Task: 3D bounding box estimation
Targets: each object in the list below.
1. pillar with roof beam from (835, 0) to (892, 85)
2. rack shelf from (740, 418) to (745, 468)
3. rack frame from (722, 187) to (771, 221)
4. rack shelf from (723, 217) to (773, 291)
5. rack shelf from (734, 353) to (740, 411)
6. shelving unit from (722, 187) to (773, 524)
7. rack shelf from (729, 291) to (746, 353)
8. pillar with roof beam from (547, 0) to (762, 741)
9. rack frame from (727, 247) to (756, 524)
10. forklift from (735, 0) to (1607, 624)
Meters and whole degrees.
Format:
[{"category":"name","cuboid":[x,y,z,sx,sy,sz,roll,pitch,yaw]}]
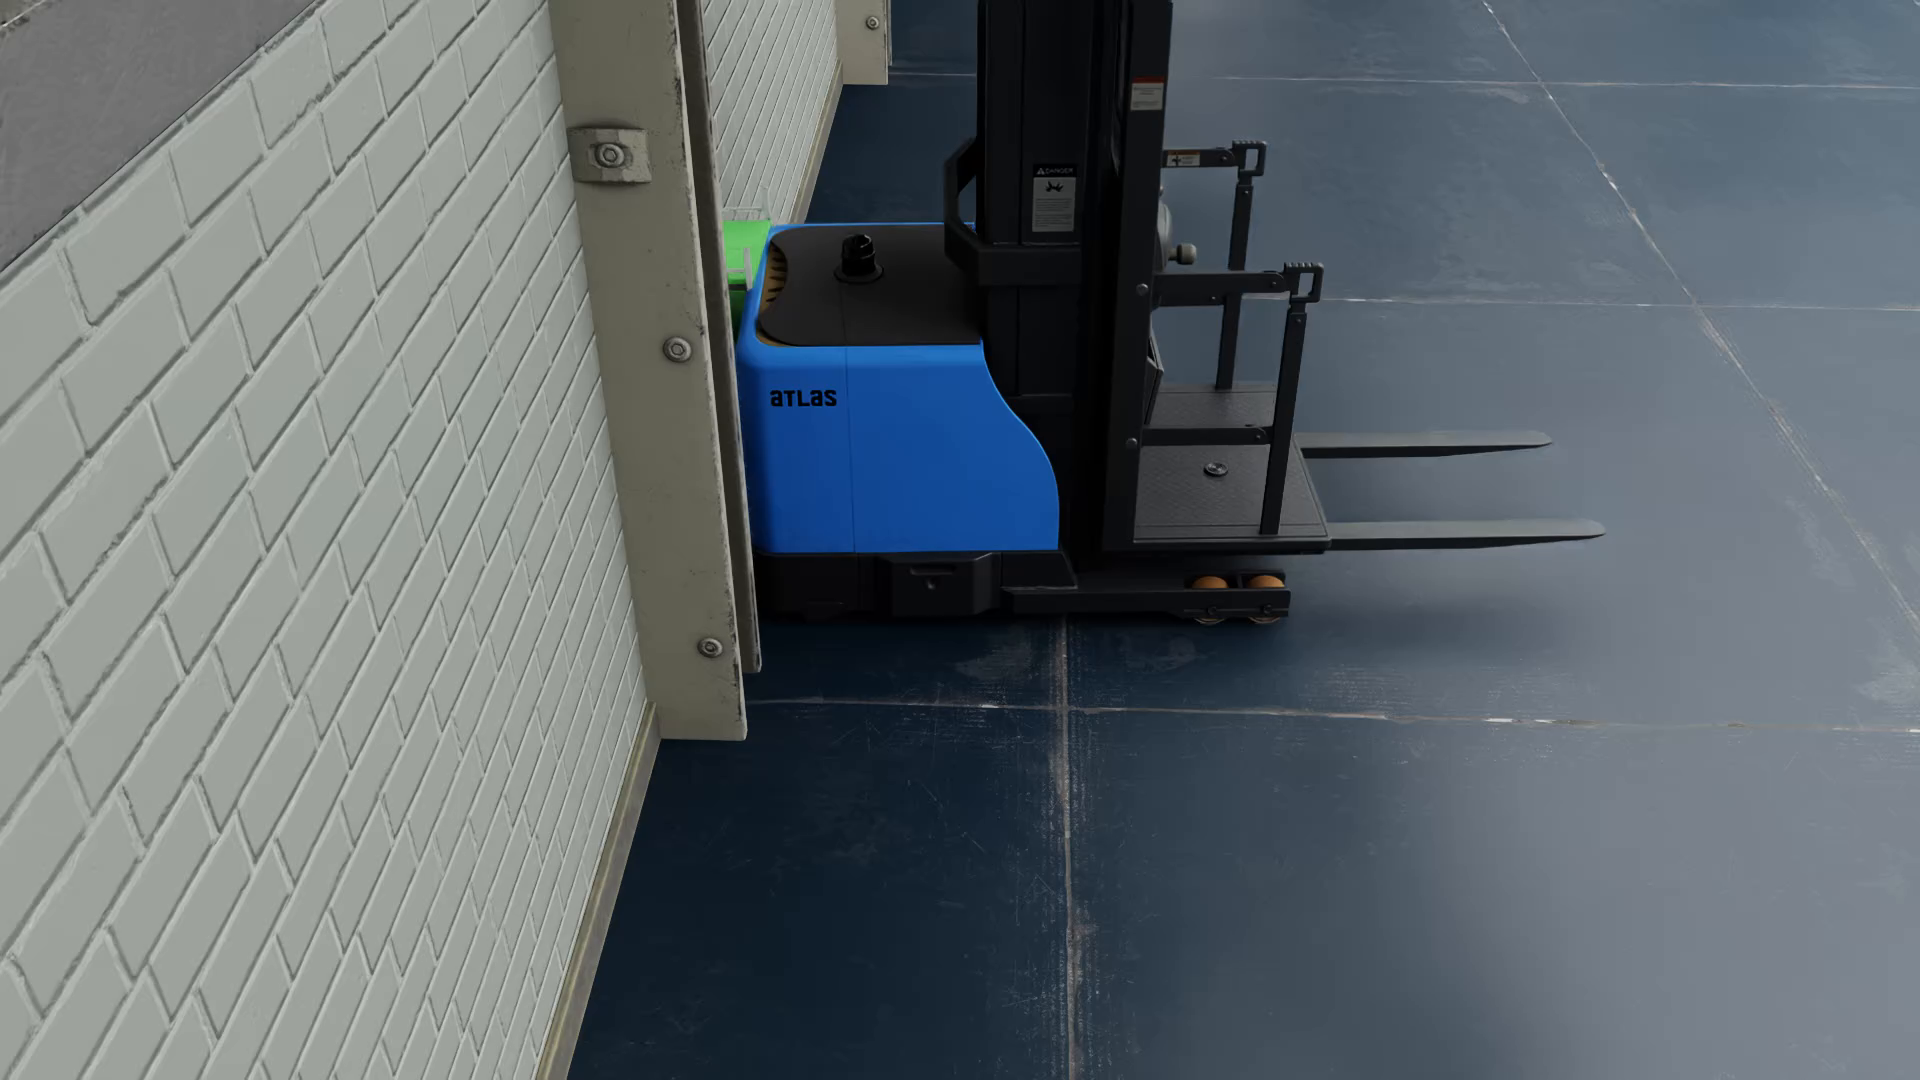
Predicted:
[{"category":"pillar with roof beam","cuboid":[3.706,-6.504,7.678,9.100,9.000,0.400,1,35,2]},{"category":"rack shelf","cuboid":[-0.794,-0.379,6.257,0.258,0.148,0.480,0,36,2]},{"category":"rack frame","cuboid":[-0.793,-0.768,6.278,0.240,1.200,0.015,0,36,2]},{"category":"rack shelf","cuboid":[-0.809,-0.963,5.837,0.258,0.148,0.480,0,36,2]},{"category":"rack shelf","cuboid":[-0.799,-0.573,6.117,0.258,0.148,0.480,0,36,2]},{"category":"shelving unit","cuboid":[-0.800,-0.625,6.080,0.258,1.200,0.503,0,36,2]},{"category":"rack shelf","cuboid":[-0.804,-0.768,5.977,0.258,0.148,0.480,0,36,2]},{"category":"pillar with roof beam","cuboid":[3.465,-3.056,2.773,9.100,9.000,0.400,1,35,2]},{"category":"rack frame","cuboid":[-0.808,-0.483,5.882,0.240,1.200,0.015,0,36,2]},{"category":"forklift","cuboid":[0.774,-1.211,5.424,3.031,2.935,1.130,-1,35,-1]}]
